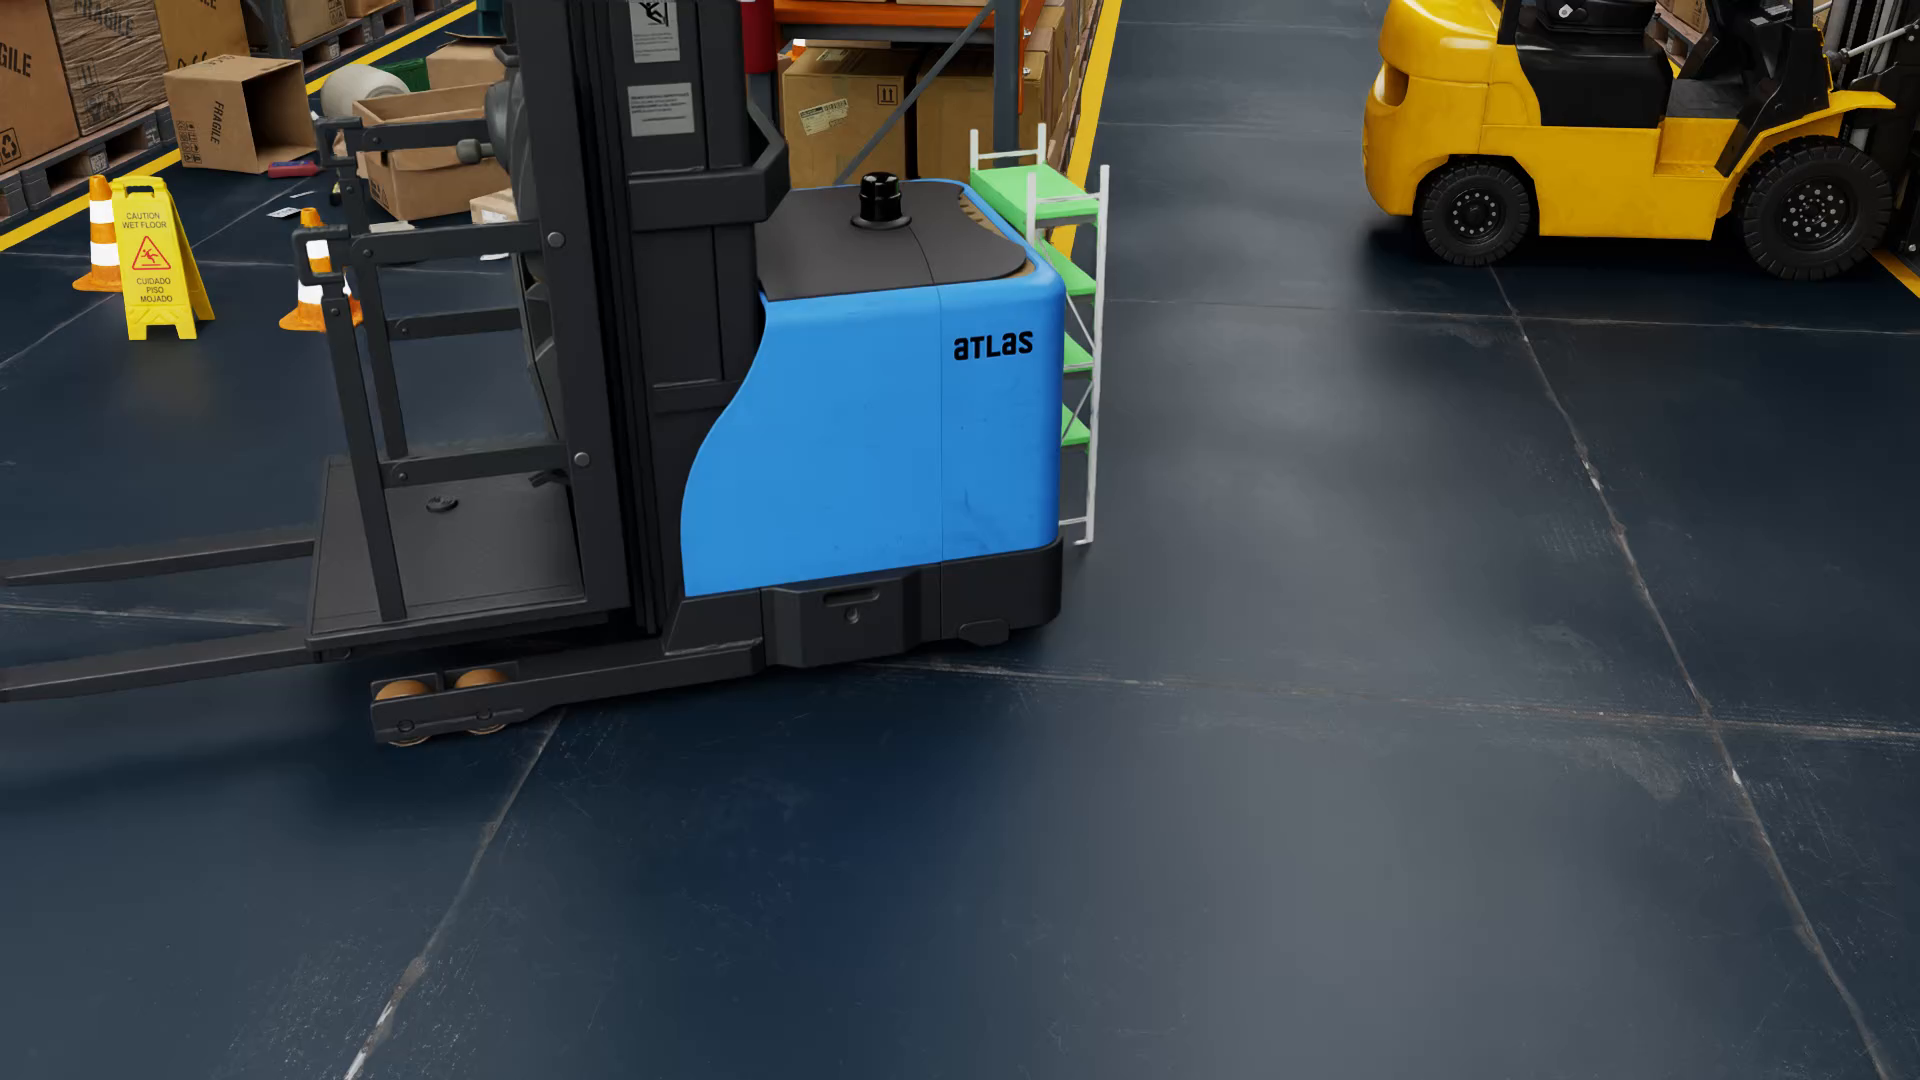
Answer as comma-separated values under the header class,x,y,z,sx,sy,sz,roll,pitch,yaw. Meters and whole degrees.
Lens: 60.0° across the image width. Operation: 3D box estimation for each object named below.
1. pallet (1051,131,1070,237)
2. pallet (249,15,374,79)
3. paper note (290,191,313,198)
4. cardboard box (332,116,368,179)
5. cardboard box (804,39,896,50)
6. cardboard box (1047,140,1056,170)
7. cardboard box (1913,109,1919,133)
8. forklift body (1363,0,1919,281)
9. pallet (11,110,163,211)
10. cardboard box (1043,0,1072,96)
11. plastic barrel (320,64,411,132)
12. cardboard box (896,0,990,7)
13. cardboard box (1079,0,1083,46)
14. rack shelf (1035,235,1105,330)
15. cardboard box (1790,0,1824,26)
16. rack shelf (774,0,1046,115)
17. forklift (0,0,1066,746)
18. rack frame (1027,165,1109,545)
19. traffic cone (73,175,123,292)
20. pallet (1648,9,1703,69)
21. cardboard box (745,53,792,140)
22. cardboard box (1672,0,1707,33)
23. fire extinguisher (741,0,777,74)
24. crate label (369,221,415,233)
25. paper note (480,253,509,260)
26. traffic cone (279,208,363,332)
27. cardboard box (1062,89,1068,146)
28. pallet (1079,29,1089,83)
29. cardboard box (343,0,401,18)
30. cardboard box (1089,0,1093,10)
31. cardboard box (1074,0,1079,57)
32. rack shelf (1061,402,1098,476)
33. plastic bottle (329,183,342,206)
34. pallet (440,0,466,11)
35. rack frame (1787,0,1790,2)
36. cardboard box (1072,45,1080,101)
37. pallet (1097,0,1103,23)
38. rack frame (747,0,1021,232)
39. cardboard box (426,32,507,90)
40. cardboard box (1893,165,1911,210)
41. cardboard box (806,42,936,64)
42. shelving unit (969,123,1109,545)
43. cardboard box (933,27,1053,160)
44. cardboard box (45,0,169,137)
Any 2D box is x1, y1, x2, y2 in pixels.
class,x,y,z,sx,sy,sz,roll,pitch,yaw
pallet,0.014,-1.838,8.439,1.003,0.211,1.213,3,28,6
pallet,-4.697,-3.340,11.227,1.003,0.211,1.213,3,28,6
paper note,-3.374,-1.773,8.531,0.032,0.001,0.123,20,34,32
cardboard box,-3.100,-2.080,8.831,0.396,0.266,0.258,8,29,15
cardboard box,-0.464,-2.236,7.220,0.380,0.149,0.250,4,29,8
cardboard box,0.161,-1.655,7.615,0.500,0.250,0.500,4,29,8
cardboard box,4.574,-1.947,7.631,0.500,0.250,0.500,3,28,6
forklift body,3.067,-2.415,7.465,2.313,2.155,1.214,3,28,6
pallet,-5.035,-2.043,8.820,1.003,0.211,1.213,3,28,6
cardboard box,0.280,-2.490,8.376,0.500,0.500,0.500,5,29,9
plastic barrel,-3.333,-2.443,9.338,0.421,0.421,0.512,-24,36,-37
cardboard box,-0.035,-2.114,6.277,0.380,0.149,0.250,3,29,6
cardboard box,0.270,-3.235,10.420,0.950,0.372,0.625,4,29,7
rack shelf,0.225,-0.771,5.044,0.258,0.148,0.480,-9,30,-16
cardboard box,4.764,-2.878,8.832,0.500,0.250,0.500,3,28,5
rack shelf,-0.037,-2.702,7.861,1.077,0.370,4.000,3,28,6
forklift,-1.288,-1.041,4.091,3.031,2.935,1.130,-8,29,-14
rack frame,0.303,-0.506,4.924,0.240,1.200,0.015,-9,30,-16
traffic cone,-3.733,-1.368,7.301,0.336,0.463,0.334,3,28,6
pallet,5.334,-3.370,11.284,1.003,0.211,1.213,3,28,6
cardboard box,-1.273,-2.435,9.240,0.500,0.500,0.500,-24,36,-37
cardboard box,5.381,-3.778,11.160,0.875,0.625,0.625,2,28,4
fire extinguisher,-0.753,-2.016,5.911,0.296,0.674,0.183,3,28,6
crate label,-2.618,-1.372,7.653,0.250,0.136,0.298,-11,30,-20
paper note,-2.142,-1.331,7.687,0.148,0.019,0.142,-6,29,-11
traffic cone,-2.653,-1.142,6.882,0.336,0.463,0.334,3,28,6
cardboard box,0.280,-2.150,8.534,0.500,0.250,0.500,4,29,7
pallet,0.302,-3.099,10.779,1.003,0.211,1.213,3,28,6
cardboard box,-4.608,-4.146,11.712,1.050,0.750,0.750,3,28,6
cardboard box,0.438,-3.901,11.656,0.950,0.372,0.625,4,29,8
cardboard box,0.402,-2.970,9.266,0.500,0.500,0.500,3,28,5
rack shelf,0.225,-0.348,5.272,0.258,0.148,0.480,-9,30,-16
plastic bottle,-3.135,-1.779,8.487,0.133,0.061,0.283,-6,29,-11
pallet,-4.398,-4.488,13.359,1.003,0.211,1.213,3,28,6
rack frame,5.135,-3.673,8.905,1.000,3.000,0.127,3,28,6
cardboard box,0.403,-2.640,9.445,0.500,0.250,0.500,5,29,9
pallet,0.601,-4.247,12.911,1.003,0.211,1.213,3,28,6
rack frame,-0.282,-2.077,5.943,1.000,3.000,0.127,3,28,6
cardboard box,-2.473,-2.452,9.128,0.797,0.637,0.503,3,28,6
cardboard box,4.571,-1.718,7.733,0.500,0.250,0.500,4,29,8
cardboard box,-0.382,-2.020,7.502,0.500,0.500,0.500,4,29,8
shelving unit,0.225,-0.616,5.128,0.258,1.200,0.503,-9,30,-16
cardboard box,0.154,-2.003,7.470,0.500,0.500,0.500,2,28,4
cardboard box,-4.970,-2.733,8.958,0.875,0.875,0.875,4,29,7
